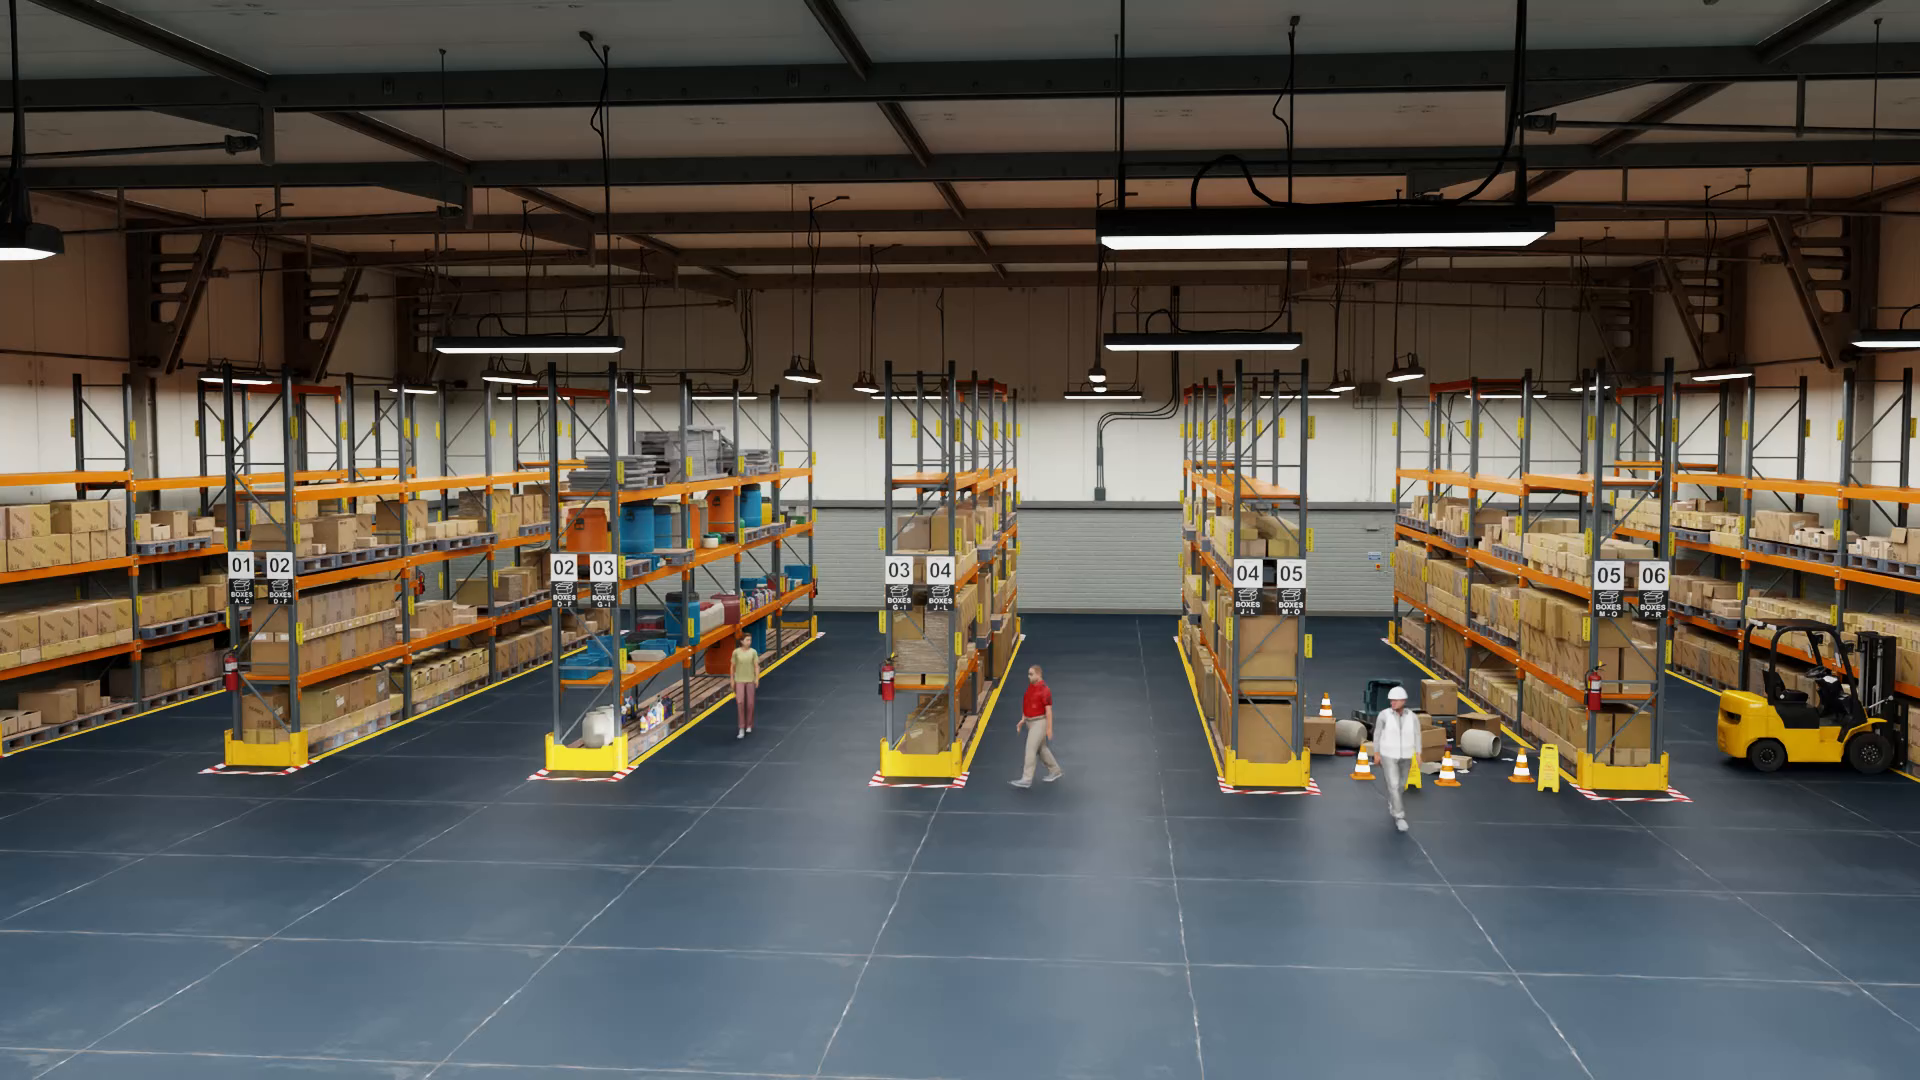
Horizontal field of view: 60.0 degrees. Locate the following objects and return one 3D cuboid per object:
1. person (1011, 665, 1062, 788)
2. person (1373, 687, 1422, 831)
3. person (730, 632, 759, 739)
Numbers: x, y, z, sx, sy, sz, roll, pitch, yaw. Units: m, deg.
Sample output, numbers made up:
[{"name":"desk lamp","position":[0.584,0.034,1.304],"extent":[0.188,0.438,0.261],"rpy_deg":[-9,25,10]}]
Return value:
[{"name":"person","position":[1.076,2.613,23.457],"extent":[0.887,1.705,0.529],"rpy_deg":[-1,4,-18]},{"name":"person","position":[5.559,2.724,21.037],"extent":[0.568,1.733,0.921],"rpy_deg":[0,4,-3]},{"name":"person","position":[-3.512,2.378,27.371],"extent":[0.465,1.687,0.690],"rpy_deg":[-1,4,-17]}]
